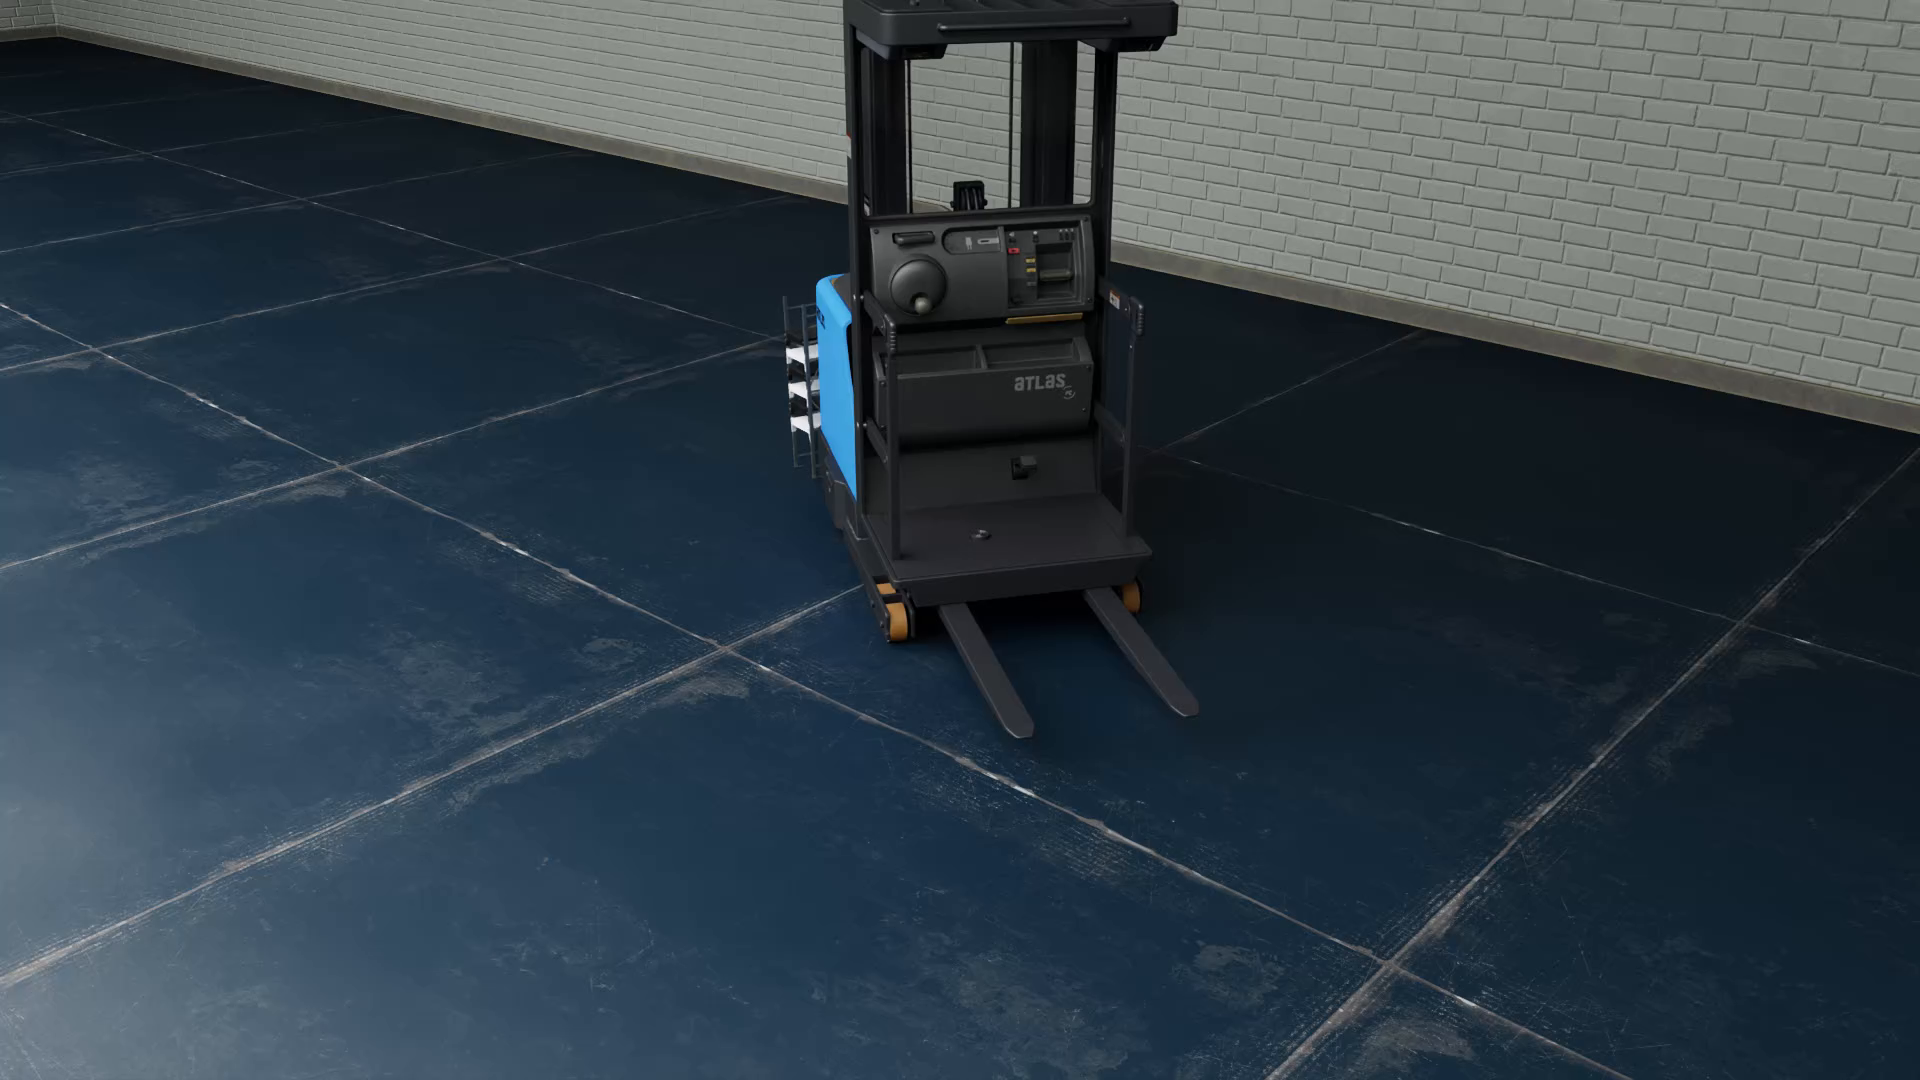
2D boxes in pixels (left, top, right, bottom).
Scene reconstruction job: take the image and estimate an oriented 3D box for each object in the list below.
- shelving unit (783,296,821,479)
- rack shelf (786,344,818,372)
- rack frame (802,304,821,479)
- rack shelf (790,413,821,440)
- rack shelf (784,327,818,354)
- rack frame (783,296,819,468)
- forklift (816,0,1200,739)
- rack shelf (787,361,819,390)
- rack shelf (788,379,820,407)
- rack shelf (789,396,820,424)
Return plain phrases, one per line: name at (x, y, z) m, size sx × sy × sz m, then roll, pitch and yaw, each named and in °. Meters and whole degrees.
shelving unit at (-0.709, -0.785, 8.388) m, size 0.258 × 0.900 × 0.210 m, roll -14°, pitch 25°, yaw -29°
rack shelf at (-0.713, -0.921, 8.334) m, size 0.258 × 0.077 × 0.200 m, roll -14°, pitch 25°, yaw -29°
rack frame at (-0.655, -0.754, 8.307) m, size 0.240 × 0.900 × 0.006 m, roll -14°, pitch 25°, yaw -29°
rack shelf at (-0.703, -0.586, 8.467) m, size 0.258 × 0.077 × 0.200 m, roll -14°, pitch 25°, yaw -29°
rack shelf at (-0.715, -1.005, 8.301) m, size 0.258 × 0.077 × 0.200 m, roll -14°, pitch 25°, yaw -29°
rack frame at (-0.763, -0.815, 8.469) m, size 0.240 × 0.900 × 0.006 m, roll -14°, pitch 25°, yaw -29°
forklift at (0.151, -1.090, 6.598) m, size 1.130 × 2.935 × 3.031 m, roll -6°, pitch 25°, yaw -13°
rack shelf at (-0.710, -0.837, 8.367) m, size 0.258 × 0.077 × 0.200 m, roll -14°, pitch 25°, yaw -29°
rack shelf at (-0.708, -0.754, 8.400) m, size 0.258 × 0.077 × 0.200 m, roll -14°, pitch 25°, yaw -29°
rack shelf at (-0.705, -0.670, 8.433) m, size 0.258 × 0.077 × 0.200 m, roll -14°, pitch 25°, yaw -29°
